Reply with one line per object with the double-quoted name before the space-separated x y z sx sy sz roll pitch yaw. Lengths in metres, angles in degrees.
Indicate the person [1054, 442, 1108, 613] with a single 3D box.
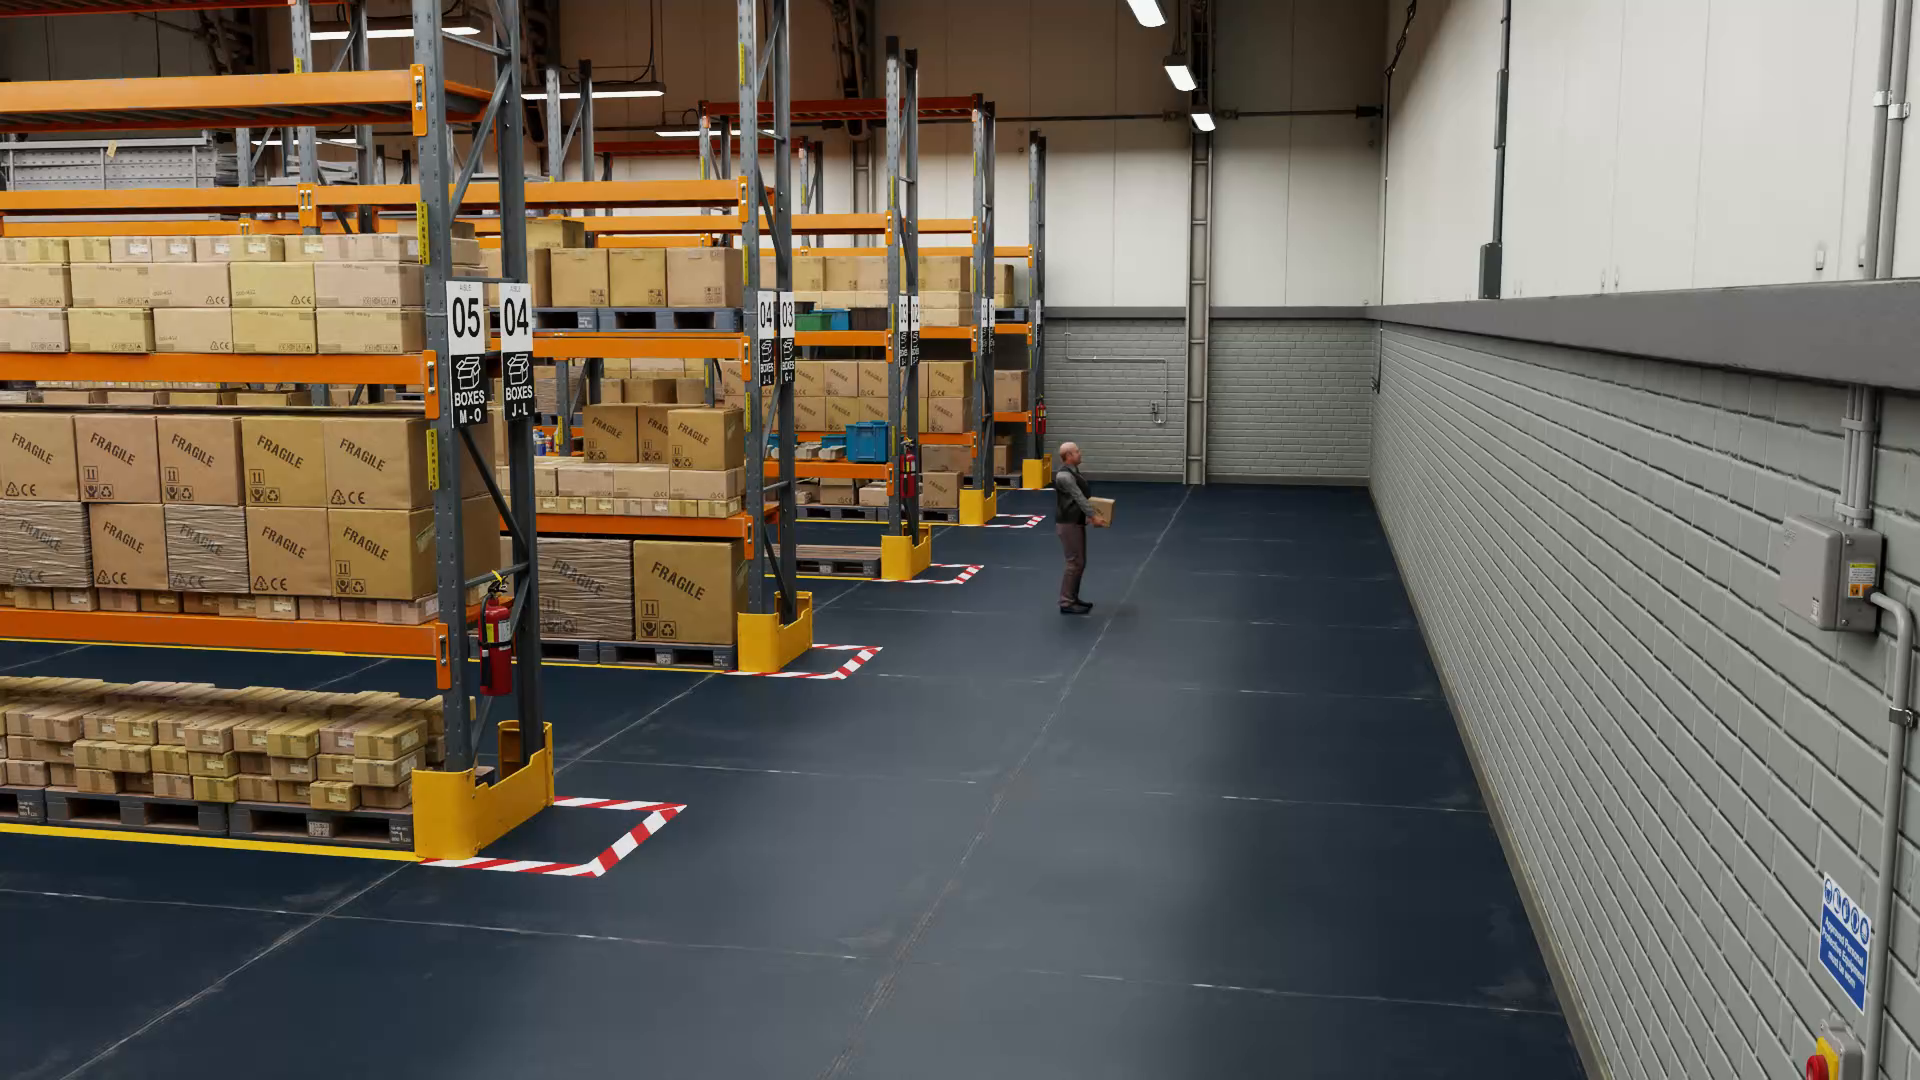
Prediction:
"person" 1.245 -0.133 16.890 0.556 1.713 0.494 2 8 12
